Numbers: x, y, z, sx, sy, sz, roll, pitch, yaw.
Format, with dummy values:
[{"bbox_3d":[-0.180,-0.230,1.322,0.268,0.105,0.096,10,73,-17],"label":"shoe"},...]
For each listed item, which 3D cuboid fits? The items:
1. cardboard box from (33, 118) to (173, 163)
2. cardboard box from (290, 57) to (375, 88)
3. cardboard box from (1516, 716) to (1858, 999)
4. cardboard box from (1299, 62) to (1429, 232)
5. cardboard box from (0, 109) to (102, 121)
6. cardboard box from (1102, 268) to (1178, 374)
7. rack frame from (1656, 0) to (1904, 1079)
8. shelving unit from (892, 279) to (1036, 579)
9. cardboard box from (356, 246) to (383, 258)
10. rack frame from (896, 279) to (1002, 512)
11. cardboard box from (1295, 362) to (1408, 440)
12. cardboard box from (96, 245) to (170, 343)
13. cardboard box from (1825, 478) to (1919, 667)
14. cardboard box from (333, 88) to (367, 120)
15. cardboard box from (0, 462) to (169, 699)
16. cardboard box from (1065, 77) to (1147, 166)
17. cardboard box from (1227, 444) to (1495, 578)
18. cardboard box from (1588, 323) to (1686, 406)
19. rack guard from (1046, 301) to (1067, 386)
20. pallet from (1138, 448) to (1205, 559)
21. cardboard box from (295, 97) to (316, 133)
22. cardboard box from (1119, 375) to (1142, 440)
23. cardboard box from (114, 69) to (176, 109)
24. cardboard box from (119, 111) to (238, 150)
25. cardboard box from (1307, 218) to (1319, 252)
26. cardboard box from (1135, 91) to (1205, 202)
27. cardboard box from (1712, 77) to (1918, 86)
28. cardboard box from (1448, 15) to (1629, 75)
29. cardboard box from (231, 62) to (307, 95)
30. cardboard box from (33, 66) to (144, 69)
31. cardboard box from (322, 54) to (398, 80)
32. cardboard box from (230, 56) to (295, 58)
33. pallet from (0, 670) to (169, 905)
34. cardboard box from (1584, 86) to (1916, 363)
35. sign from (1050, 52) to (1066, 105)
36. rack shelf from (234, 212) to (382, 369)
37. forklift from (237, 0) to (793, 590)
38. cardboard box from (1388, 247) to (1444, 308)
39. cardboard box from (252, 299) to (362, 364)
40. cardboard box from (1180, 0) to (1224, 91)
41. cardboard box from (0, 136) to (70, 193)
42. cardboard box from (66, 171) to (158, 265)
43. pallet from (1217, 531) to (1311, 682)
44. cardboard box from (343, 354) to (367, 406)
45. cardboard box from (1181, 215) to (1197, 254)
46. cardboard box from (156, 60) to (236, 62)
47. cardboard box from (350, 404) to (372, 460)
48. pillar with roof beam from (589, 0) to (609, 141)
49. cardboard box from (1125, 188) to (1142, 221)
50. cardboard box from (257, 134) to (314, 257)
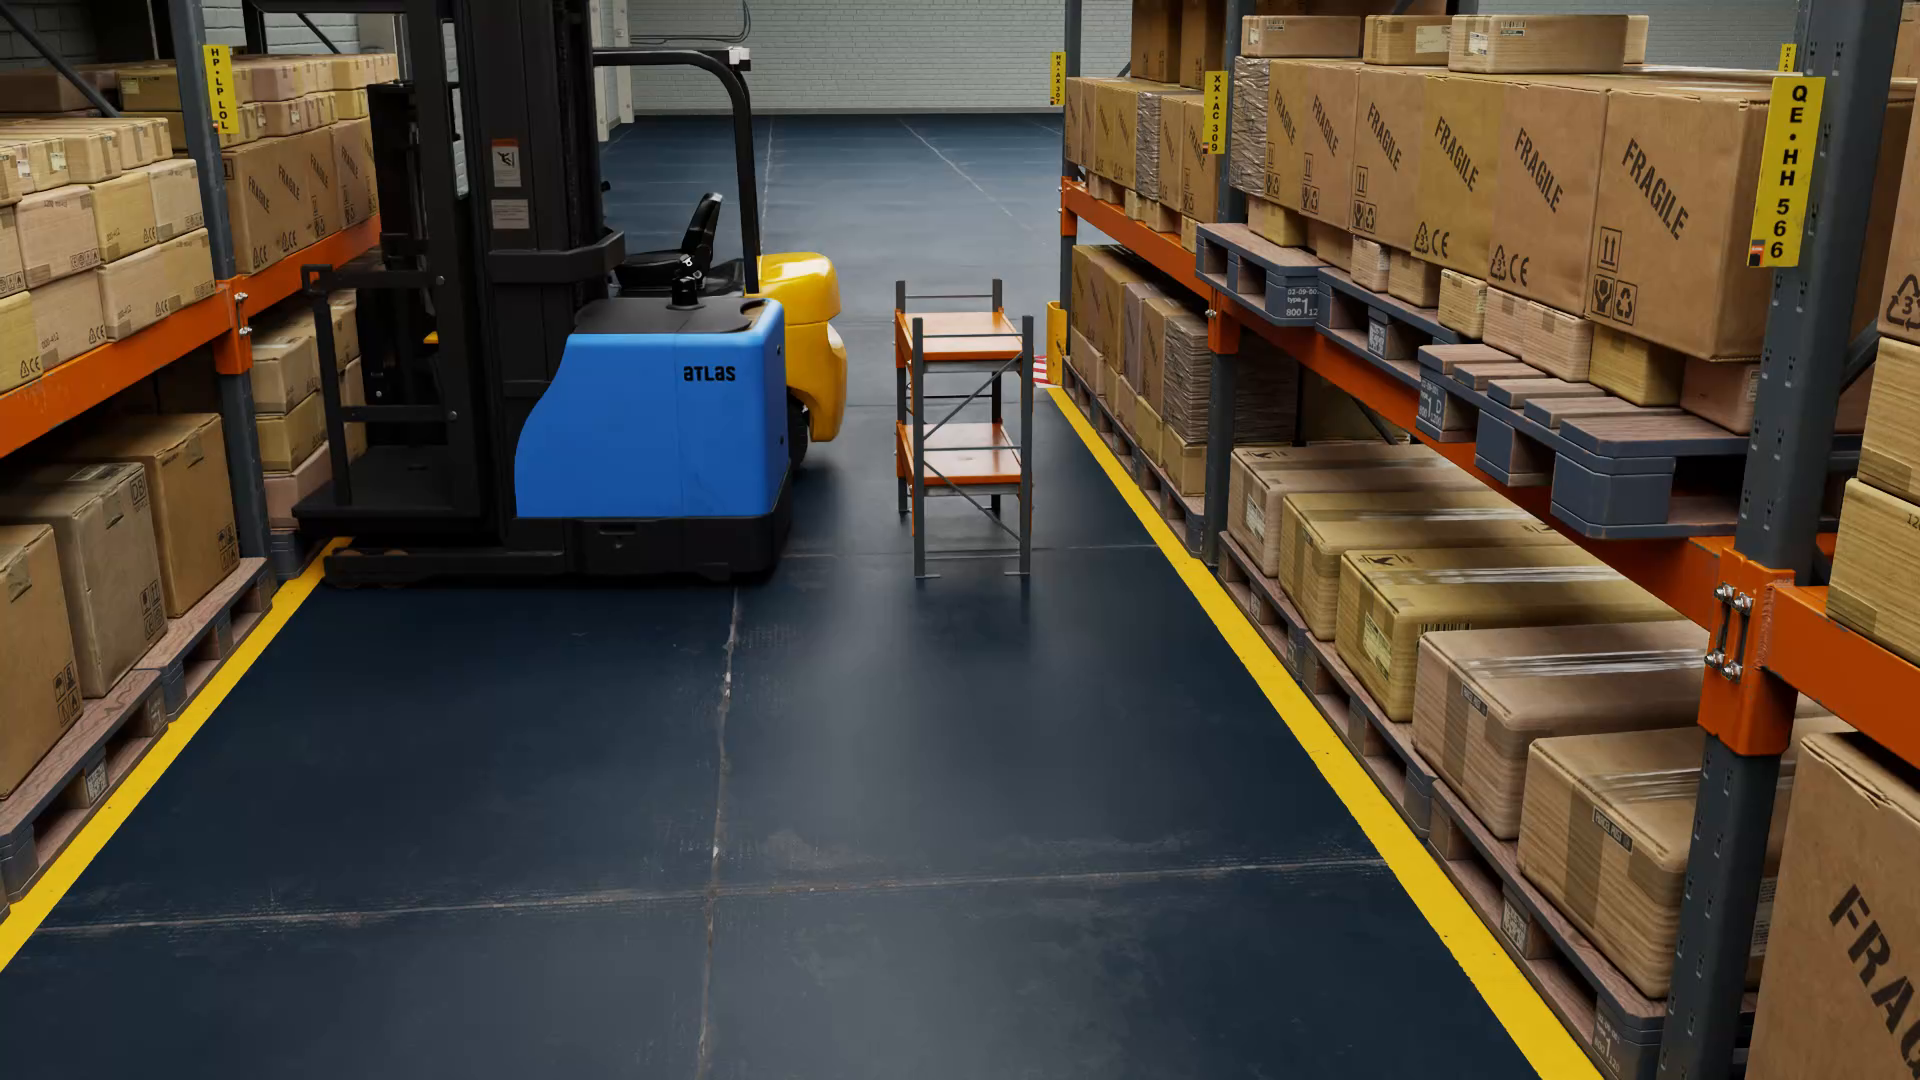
[{"bbox_3d":[-3.104,-1.447,6.028,0.380,0.149,0.250,-1,17,-4],"label":"cardboard box"},{"bbox_3d":[-3.327,-2.475,8.806,0.380,0.149,0.250,-1,17,-4],"label":"cardboard box"},{"bbox_3d":[1.941,0.737,4.006,0.950,0.372,0.625,-3,18,-9],"label":"cardboard box"},{"bbox_3d":[1.430,-1.284,5.393,0.500,0.500,0.500,-2,18,-6],"label":"cardboard box"},{"bbox_3d":[-3.649,-1.630,6.610,0.380,0.149,0.250,-2,18,-6],"label":"cardboard box"},{"bbox_3d":[1.077,-1.216,9.179,0.500,0.500,0.500,-1,17,-5],"label":"cardboard box"},{"bbox_3d":[1.986,-0.147,3.138,0.949,2.616,0.053,-2,18,-6],"label":"rack frame"},{"bbox_3d":[0.001,-0.535,7.502,0.538,1.125,1.048,-2,18,-6],"label":"shelving unit"},{"bbox_3d":[-3.415,-1.614,10.031,0.500,0.250,0.500,-1,17,-4],"label":"cardboard box"},{"bbox_3d":[-0.052,-0.686,7.985,0.500,1.125,0.032,-2,18,-6],"label":"rack frame"},{"bbox_3d":[1.785,-0.769,7.758,0.500,0.500,0.500,-1,17,-3],"label":"cardboard box"},{"bbox_3d":[-2.990,-0.821,5.536,0.500,0.250,0.500,-2,18,-6],"label":"cardboard box"},{"bbox_3d":[1.790,0.078,2.672,0.500,0.250,0.500,-2,18,-7],"label":"cardboard box"},{"bbox_3d":[-3.301,-2.257,8.610,0.380,0.149,0.250,-2,18,-5],"label":"cardboard box"},{"bbox_3d":[-3.223,0.135,5.504,0.875,0.625,0.625,-2,18,-6],"label":"cardboard box"},{"bbox_3d":[0.937,-2.571,10.194,0.500,0.500,0.500,-2,18,-6],"label":"cardboard box"},{"bbox_3d":[1.633,-0.130,6.768,0.950,0.372,0.625,-2,17,-5],"label":"cardboard box"},{"bbox_3d":[1.622,-0.396,3.649,0.380,0.149,0.250,-2,17,-5],"label":"cardboard box"},{"bbox_3d":[1.172,-1.316,11.033,1.175,0.500,0.348,-2,18,-6],"label":"rack guard"},{"bbox_3d":[1.472,-0.208,7.986,1.003,0.211,1.213,-2,18,-6],"label":"pallet"},{"bbox_3d":[-3.191,-1.953,7.639,0.380,0.149,0.250,-2,18,-6],"label":"cardboard box"},{"bbox_3d":[1.136,-0.705,8.806,0.500,0.250,0.500,-2,17,-5],"label":"cardboard box"},{"bbox_3d":[-3.232,-1.862,6.855,0.380,0.149,0.250,-2,17,-5],"label":"cardboard box"},{"bbox_3d":[-3.131,-1.645,6.659,0.380,0.149,0.250,-2,18,-7],"label":"cardboard box"},{"bbox_3d":[1.442,-1.088,5.854,0.380,0.149,0.250,-1,17,-2],"label":"cardboard box"},{"bbox_3d":[1.166,-1.961,8.252,0.500,0.500,0.500,-1,17,-4],"label":"cardboard box"},{"bbox_3d":[2.112,-0.834,3.960,0.500,0.500,0.500,-1,17,-3],"label":"cardboard box"},{"bbox_3d":[1.540,-1.326,4.444,0.380,0.149,0.250,-3,18,-8],"label":"cardboard box"},{"bbox_3d":[-3.309,-2.169,7.832,0.380,0.149,0.250,-2,18,-6],"label":"cardboard box"},{"bbox_3d":[-3.807,-1.997,7.283,0.380,0.149,0.250,-2,18,-7],"label":"cardboard box"},{"bbox_3d":[-3.526,-2.775,9.763,0.380,0.149,0.250,-2,18,-5],"label":"cardboard box"},{"bbox_3d":[-3.916,-2.612,9.241,0.380,0.149,0.250,-1,17,-5],"label":"cardboard box"},{"bbox_3d":[-3.116,0.728,5.004,1.003,0.211,1.213,-2,18,-6],"label":"pallet"},{"bbox_3d":[1.666,-0.664,3.420,0.500,0.500,0.500,-2,18,-7],"label":"cardboard box"},{"bbox_3d":[0.625,-2.927,10.547,0.100,0.325,0.005,-2,18,-6],"label":"sign"},{"bbox_3d":[-3.566,-1.437,8.448,1.077,0.370,4.000,-2,18,-6],"label":"rack shelf"},{"bbox_3d":[-2.306,-1.348,7.076,3.031,2.935,1.130,0,17,-1],"label":"forklift"},{"bbox_3d":[1.483,-0.777,4.864,0.380,0.149,0.250,-2,18,-7],"label":"cardboard box"},{"bbox_3d":[-3.203,-1.005,8.089,0.500,0.250,0.500,-1,17,-4],"label":"cardboard box"},{"bbox_3d":[1.547,-2.599,8.616,0.700,0.500,0.500,-2,18,-6],"label":"cardboard box"},{"bbox_3d":[-2.963,-1.142,5.056,0.380,0.149,0.250,-2,18,-7],"label":"cardboard box"},{"bbox_3d":[-2.995,-1.060,5.462,0.500,0.250,0.500,-2,18,-7],"label":"cardboard box"},{"bbox_3d":[1.659,0.223,6.614,1.003,0.211,1.213,-2,18,-6],"label":"pallet"},{"bbox_3d":[-3.197,-0.765,8.162,0.500,0.250,0.500,-2,18,-6],"label":"cardboard box"},{"bbox_3d":[1.208,-1.380,7.483,0.380,0.149,0.250,-1,17,-4],"label":"cardboard box"},{"bbox_3d":[-3.819,-2.307,8.272,0.380,0.149,0.250,-2,18,-5],"label":"cardboard box"},{"bbox_3d":[-3.217,-0.531,8.250,0.500,0.250,0.500,-1,17,-5],"label":"cardboard box"},{"bbox_3d":[-2.791,-12.287,31.790,9.100,9.000,0.400,-2,18,-6],"label":"pillar with roof beam"},{"bbox_3d":[1.073,-1.761,8.697,0.380,0.149,0.250,-2,18,-5],"label":"cardboard box"},{"bbox_3d":[-3.216,-1.527,7.367,0.500,0.500,0.500,-1,17,-5],"label":"cardboard box"}]
